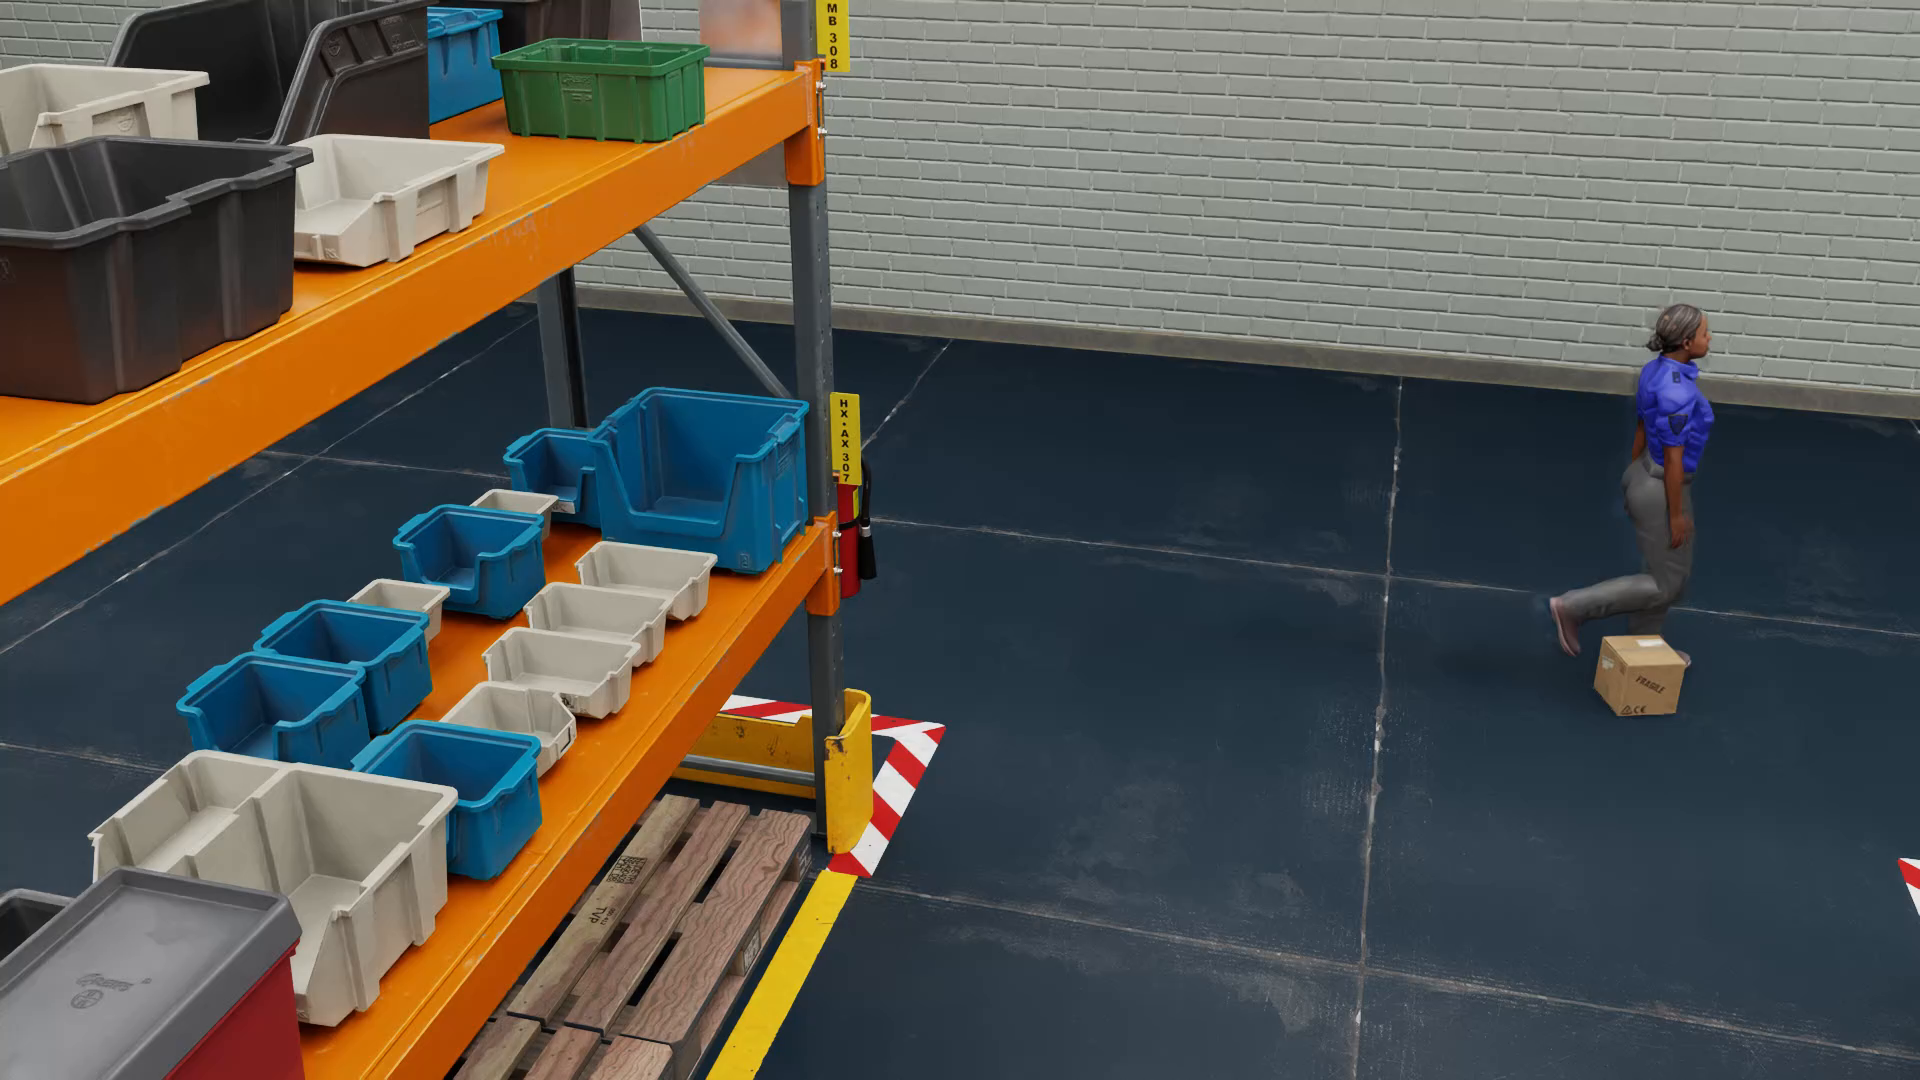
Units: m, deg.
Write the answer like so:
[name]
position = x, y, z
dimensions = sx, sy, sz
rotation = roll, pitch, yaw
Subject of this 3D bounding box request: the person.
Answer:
[person]
position = 2.887, -0.194, 6.990
dimensions = 0.651, 1.645, 0.447
rotation = 6, 26, 12
